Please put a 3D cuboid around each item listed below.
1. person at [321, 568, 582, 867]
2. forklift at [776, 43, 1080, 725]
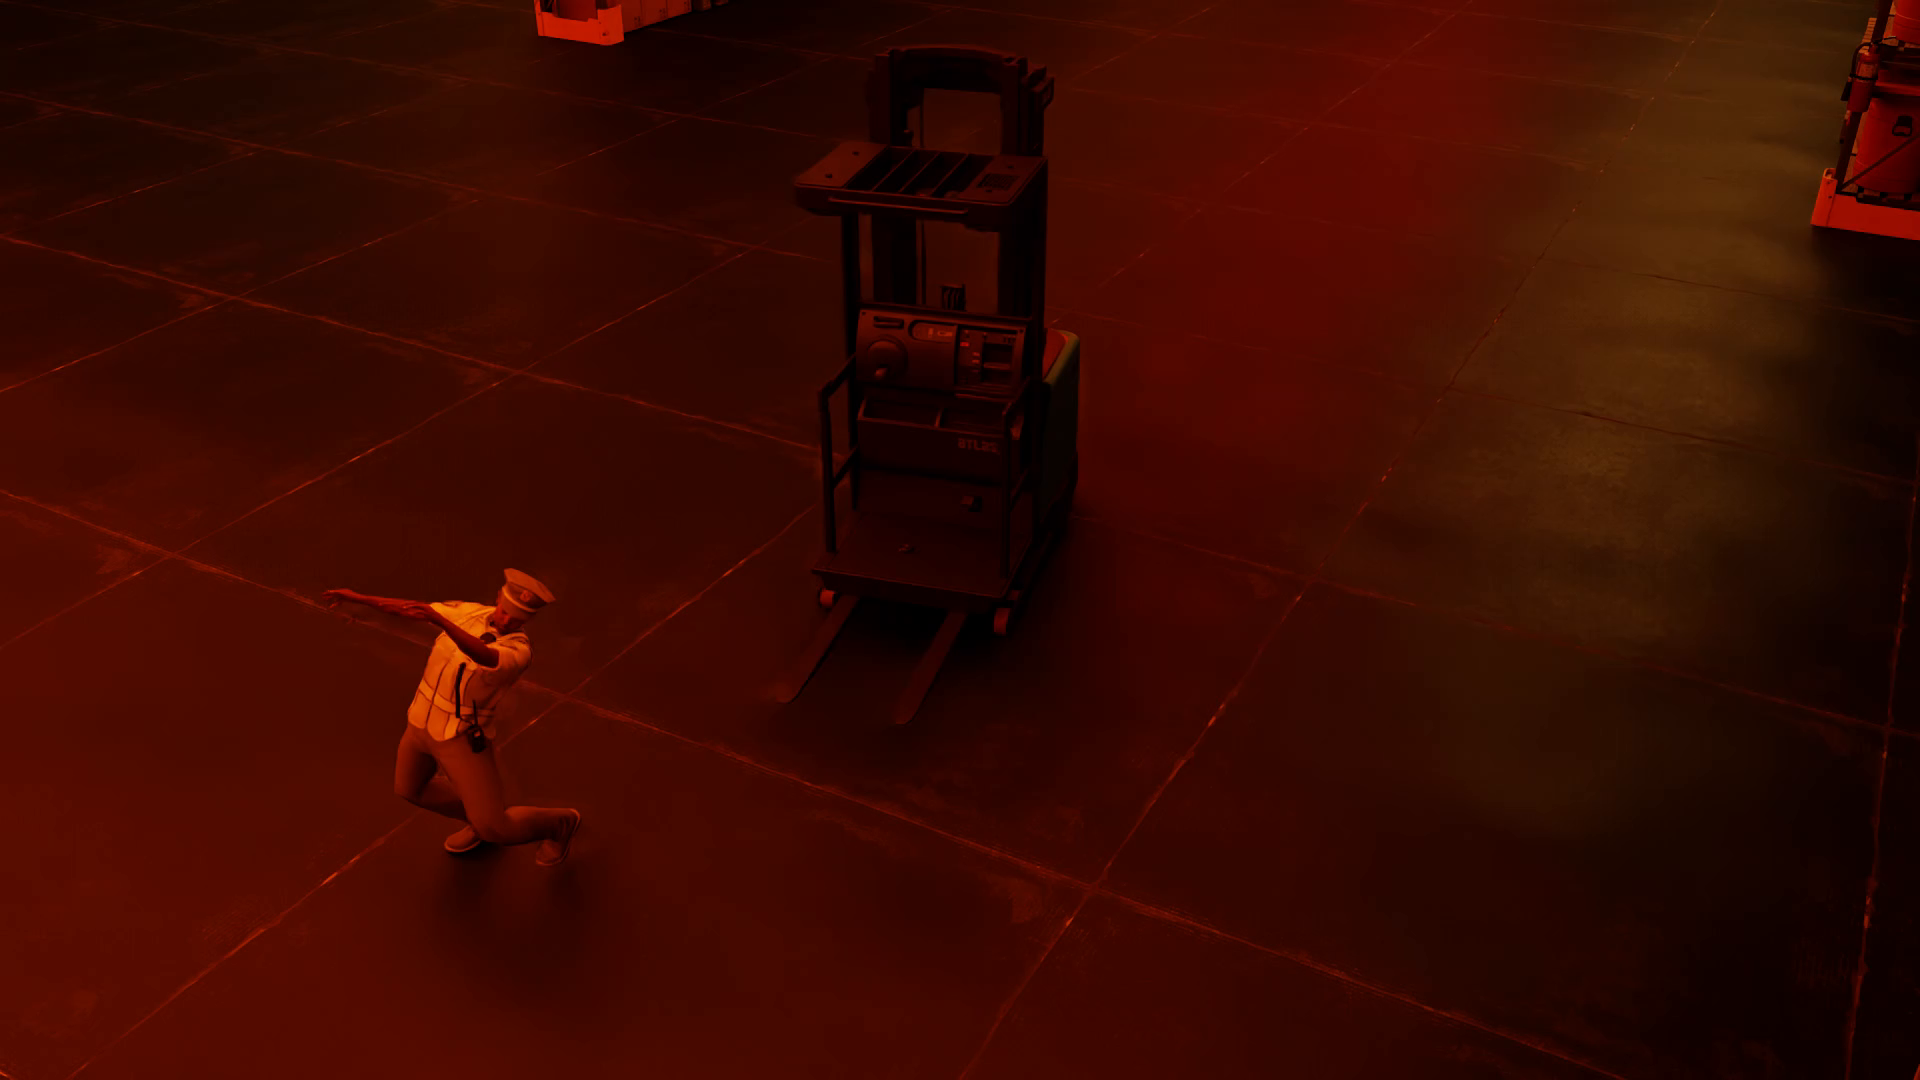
[{"bbox_3d":[-2.187,0.700,7.226,0.993,1.553,0.701,20,35,30],"label":"person"},{"bbox_3d":[-0.163,-0.959,8.732,1.130,2.935,3.031,8,31,14],"label":"forklift"}]
